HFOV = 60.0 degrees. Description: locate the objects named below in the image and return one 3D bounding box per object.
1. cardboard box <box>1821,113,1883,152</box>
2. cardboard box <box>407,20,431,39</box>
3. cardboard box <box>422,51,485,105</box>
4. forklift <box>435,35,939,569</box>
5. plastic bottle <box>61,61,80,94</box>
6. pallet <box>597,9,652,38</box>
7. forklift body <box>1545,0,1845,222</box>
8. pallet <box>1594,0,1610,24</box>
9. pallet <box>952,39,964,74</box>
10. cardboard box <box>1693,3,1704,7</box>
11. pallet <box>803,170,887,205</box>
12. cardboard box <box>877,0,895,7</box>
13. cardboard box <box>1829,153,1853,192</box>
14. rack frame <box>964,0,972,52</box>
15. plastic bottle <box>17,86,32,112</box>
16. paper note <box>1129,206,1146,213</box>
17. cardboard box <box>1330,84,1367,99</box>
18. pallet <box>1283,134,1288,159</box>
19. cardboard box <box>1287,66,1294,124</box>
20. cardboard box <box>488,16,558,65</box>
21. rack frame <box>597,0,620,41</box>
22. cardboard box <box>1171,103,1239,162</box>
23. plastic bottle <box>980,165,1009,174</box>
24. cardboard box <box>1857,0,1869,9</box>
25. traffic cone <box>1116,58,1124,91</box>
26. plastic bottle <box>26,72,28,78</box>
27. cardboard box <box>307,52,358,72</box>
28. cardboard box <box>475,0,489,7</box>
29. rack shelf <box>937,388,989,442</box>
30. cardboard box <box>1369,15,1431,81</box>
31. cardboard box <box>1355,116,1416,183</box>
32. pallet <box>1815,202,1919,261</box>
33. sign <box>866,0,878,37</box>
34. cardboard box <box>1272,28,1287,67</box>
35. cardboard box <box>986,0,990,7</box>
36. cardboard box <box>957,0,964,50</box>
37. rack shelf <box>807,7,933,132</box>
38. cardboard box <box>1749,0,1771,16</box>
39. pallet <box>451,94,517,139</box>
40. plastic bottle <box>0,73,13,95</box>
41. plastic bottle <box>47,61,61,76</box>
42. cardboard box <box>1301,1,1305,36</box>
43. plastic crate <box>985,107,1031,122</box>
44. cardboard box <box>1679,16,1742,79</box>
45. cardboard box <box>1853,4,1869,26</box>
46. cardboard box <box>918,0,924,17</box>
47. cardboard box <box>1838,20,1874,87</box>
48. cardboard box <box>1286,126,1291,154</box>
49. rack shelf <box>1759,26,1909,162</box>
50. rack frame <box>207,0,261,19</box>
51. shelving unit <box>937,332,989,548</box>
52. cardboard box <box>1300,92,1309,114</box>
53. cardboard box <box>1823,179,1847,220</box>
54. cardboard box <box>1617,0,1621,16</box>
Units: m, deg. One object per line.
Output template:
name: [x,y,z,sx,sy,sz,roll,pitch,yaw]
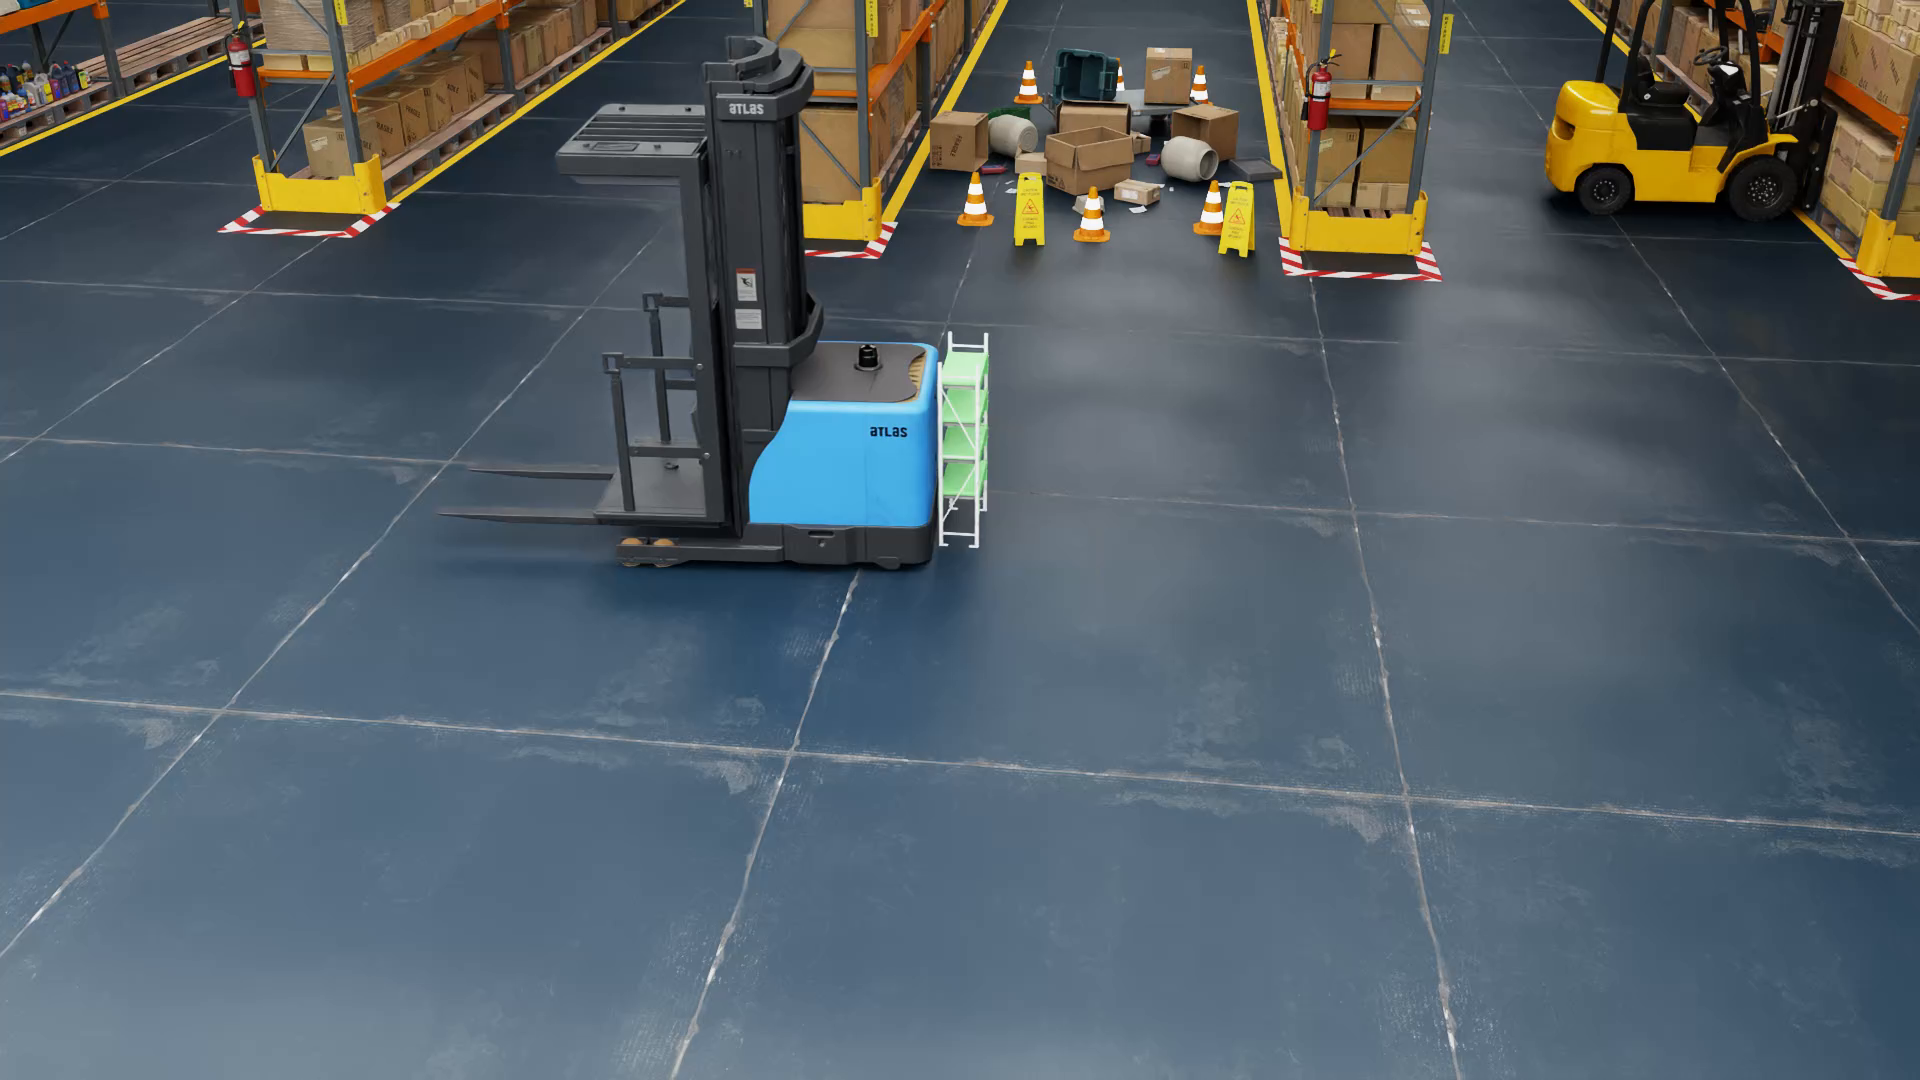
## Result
cardboard box: [8.383,-3.812,15.566,0.500,0.250,0.500,4,29,7]
cardboard box: [-5.683,-5.257,17.110,0.380,0.149,0.250,3,28,6]
cardboard box: [-5.834,-5.328,19.170,0.500,0.500,0.500,3,28,5]
forklift: [-1.655,-1.374,9.710,3.031,2.935,1.130,2,28,3]
plastic bottle: [-10.453,-5.425,19.486,0.144,0.351,0.185,3,28,5]
pallet: [-5.083,-7.451,23.859,1.003,0.211,1.213,3,28,6]
forklift body: [6.949,-4.309,15.980,2.313,2.155,1.214,3,28,6]
pallet: [9.935,-7.720,24.357,1.003,0.211,1.213,3,28,6]
pallet: [-0.516,-6.382,21.874,1.003,0.211,1.213,3,28,6]
cardboard box: [9.837,-6.716,21.747,0.500,0.500,0.500,4,29,8]
pallet: [-1.304,-3.364,16.272,1.003,0.211,1.213,3,28,6]
cardboard box: [-1.062,-5.445,15.897,0.875,0.550,0.550,3,28,6]
cardboard box: [8.349,-3.361,15.255,0.500,0.250,0.500,3,28,6]
rack frame: [-0.345,-7.976,21.893,1.000,3.000,0.127,3,28,6]
plastic bottle: [-10.540,-4.966,18.718,0.097,0.271,0.097,0,28,0]
paper note: [1.741,-3.224,16.202,0.148,0.019,0.142,-6,29,-11]
cardboard box: [3.434,-4.049,14.867,0.380,0.149,0.250,4,29,8]
pallet: [4.043,-4.308,18.023,1.003,0.211,1.213,3,28,6]
cardboard box: [3.696,-4.643,17.372,0.500,0.500,0.500,4,29,8]
cardboard box: [-5.503,-6.297,20.948,0.700,0.500,0.500,1,28,2]
rack frame: [-5.255,-8.312,22.517,1.000,3.000,0.127,3,28,6]
cardboard box: [2.609,-4.329,17.755,0.500,0.500,0.500,-24,36,-37]
plastic bottle: [0.357,-3.870,17.369,0.283,0.061,0.133,-6,29,-11]
cardboard box: [8.419,-4.932,15.139,0.380,0.149,0.250,4,29,7]
traffic cone: [1.896,-5.596,20.150,0.336,0.463,0.334,3,28,6]
plastic bottle: [-11.147,-5.507,19.795,0.097,0.201,0.097,0,28,0]
cardboard box: [-5.963,-4.556,15.810,0.380,0.149,0.250,3,28,6]
cardboard box: [-5.520,-6.083,18.644,0.380,0.149,0.250,3,28,6]
rack shelf: [0.021,-0.761,10.027,0.258,0.148,0.480,3,28,6]
cardboard box: [3.934,-4.352,14.747,0.500,0.500,0.500,3,28,5]
cardboard box: [3.976,-3.650,15.528,0.500,0.500,0.500,2,28,4]
pallet: [8.579,-2.819,15.259,1.003,0.211,1.213,3,28,6]
sign: [-0.775,-4.592,14.614,0.100,0.325,0.005,3,28,6]
cardboard box: [4.419,-6.151,20.833,0.950,0.372,0.625,3,28,5]
cardboard box: [0.174,-8.098,24.312,0.500,0.500,0.500,3,28,5]
cardboard box: [-0.508,-6.890,21.805,1.050,0.750,0.750,3,28,6]
rack shelf: [-1.080,-4.835,16.821,1.077,0.370,4.000,3,28,6]
cardboard box: [8.819,-5.753,17.925,0.500,0.250,0.500,4,29,7]
pallet: [-5.792,-4.884,19.092,1.003,0.211,1.213,3,28,6]
plastic bottle: [-11.069,-5.279,19.298,0.097,0.271,0.097,0,28,0]
plastic bottle: [-10.596,-5.433,19.502,0.144,0.351,0.185,3,28,6]
cardboard box: [3.605,-5.125,16.182,0.500,0.500,0.500,4,29,7]
plastic crate: [0.444,-4.723,18.758,0.450,0.188,0.662,9,28,37]
cardboard box: [9.345,-5.988,20.264,0.875,0.625,0.625,4,29,8]
cardboard box: [8.424,-4.798,15.205,0.380,0.149,0.250,4,29,7]
cardboard box: [-0.868,-5.985,18.039,0.875,0.550,0.550,3,28,6]
cardboard box: [8.462,-4.460,15.260,0.500,0.500,0.500,3,28,5]
cardboard box: [3.634,-4.064,17.087,0.500,0.250,0.500,3,28,6]
rack shelf: [8.772,-4.309,15.844,1.077,0.370,4.000,3,28,6]
rack frame: [-10.170,-8.600,23.051,1.000,3.000,0.127,3,28,6]
shelving unit: [0.021,-0.606,10.110,0.258,1.200,0.503,3,28,6]
cardboard box: [3.418,-4.130,15.735,0.380,0.149,0.250,4,29,8]
cardboard box: [8.341,-3.131,15.356,0.500,0.250,0.500,3,28,6]
cardboard box: [9.594,-7.716,23.603,0.500,0.500,0.500,3,28,5]
